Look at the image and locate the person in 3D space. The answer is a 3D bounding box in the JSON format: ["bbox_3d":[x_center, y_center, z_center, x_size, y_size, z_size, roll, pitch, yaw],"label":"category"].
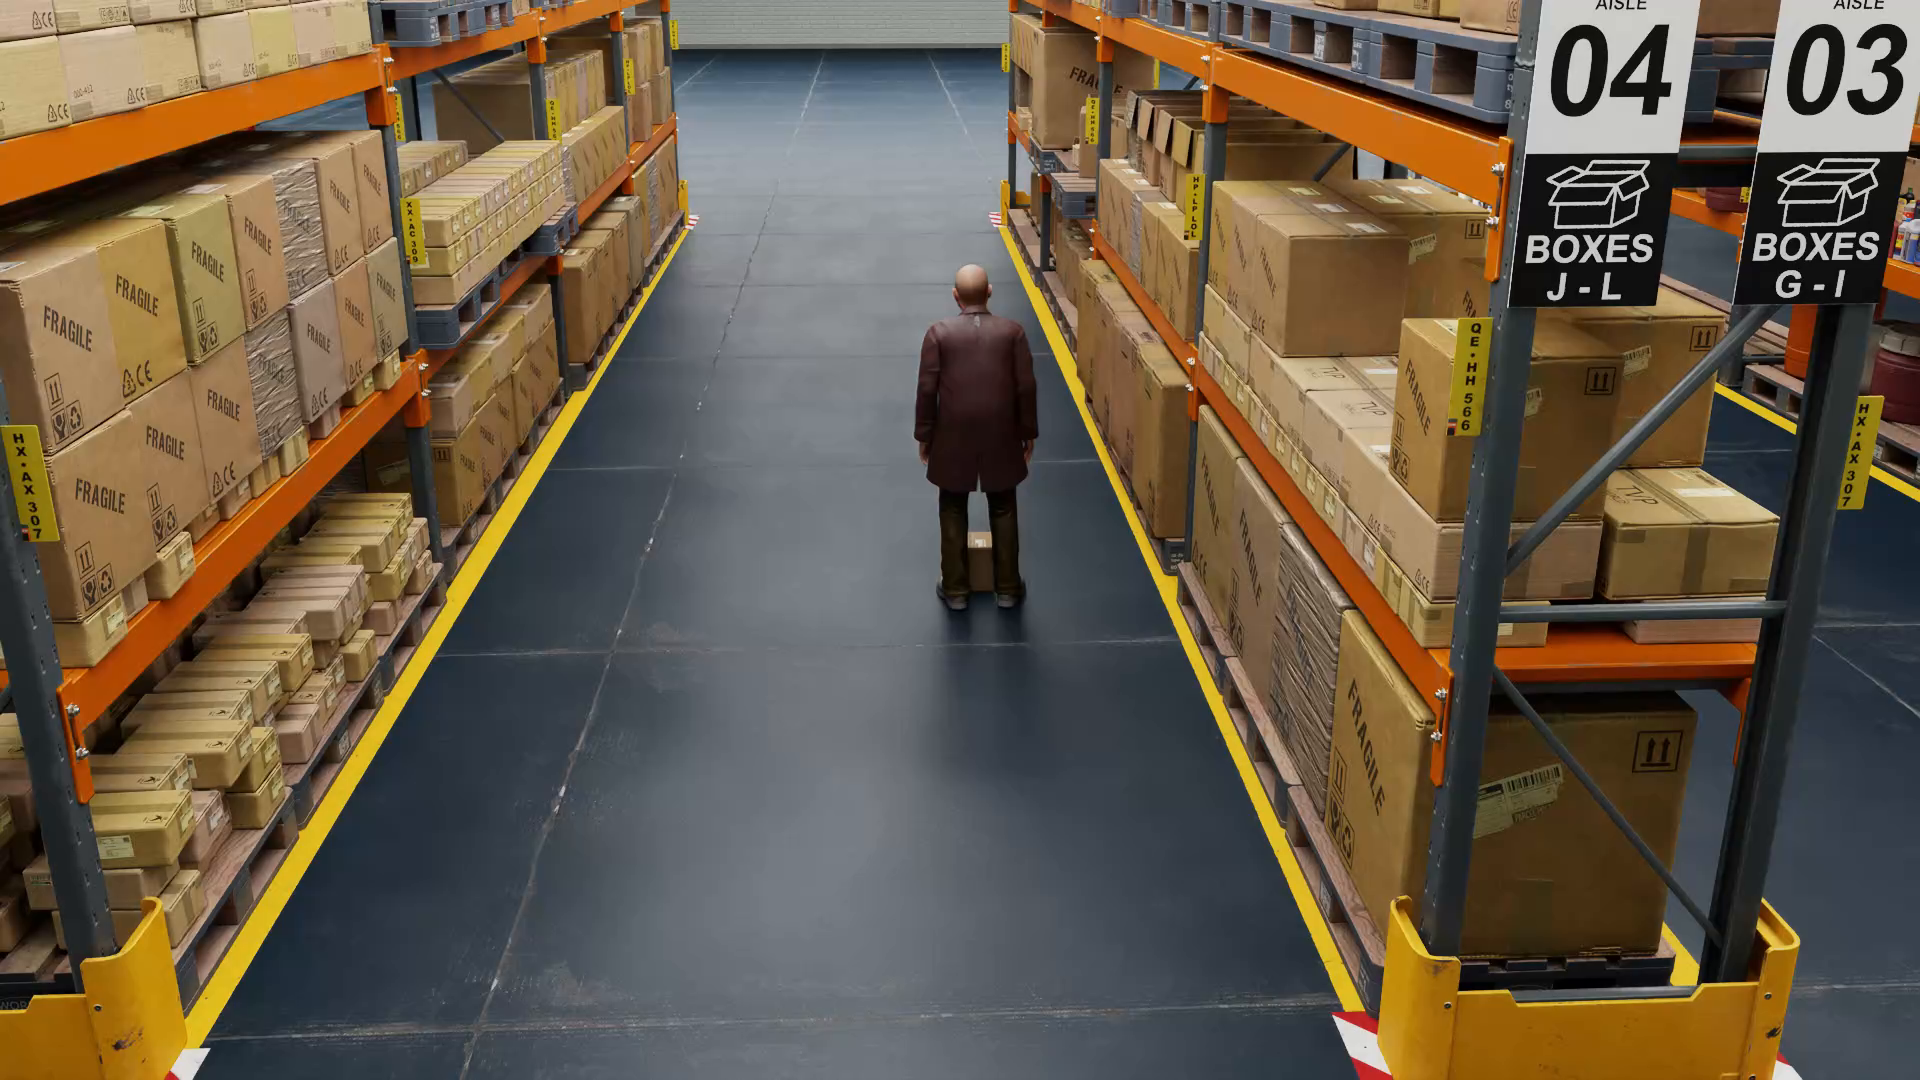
[{"bbox_3d":[0.084,-0.515,8.507,0.640,1.773,0.426,-1,20,-4],"label":"person"}]
